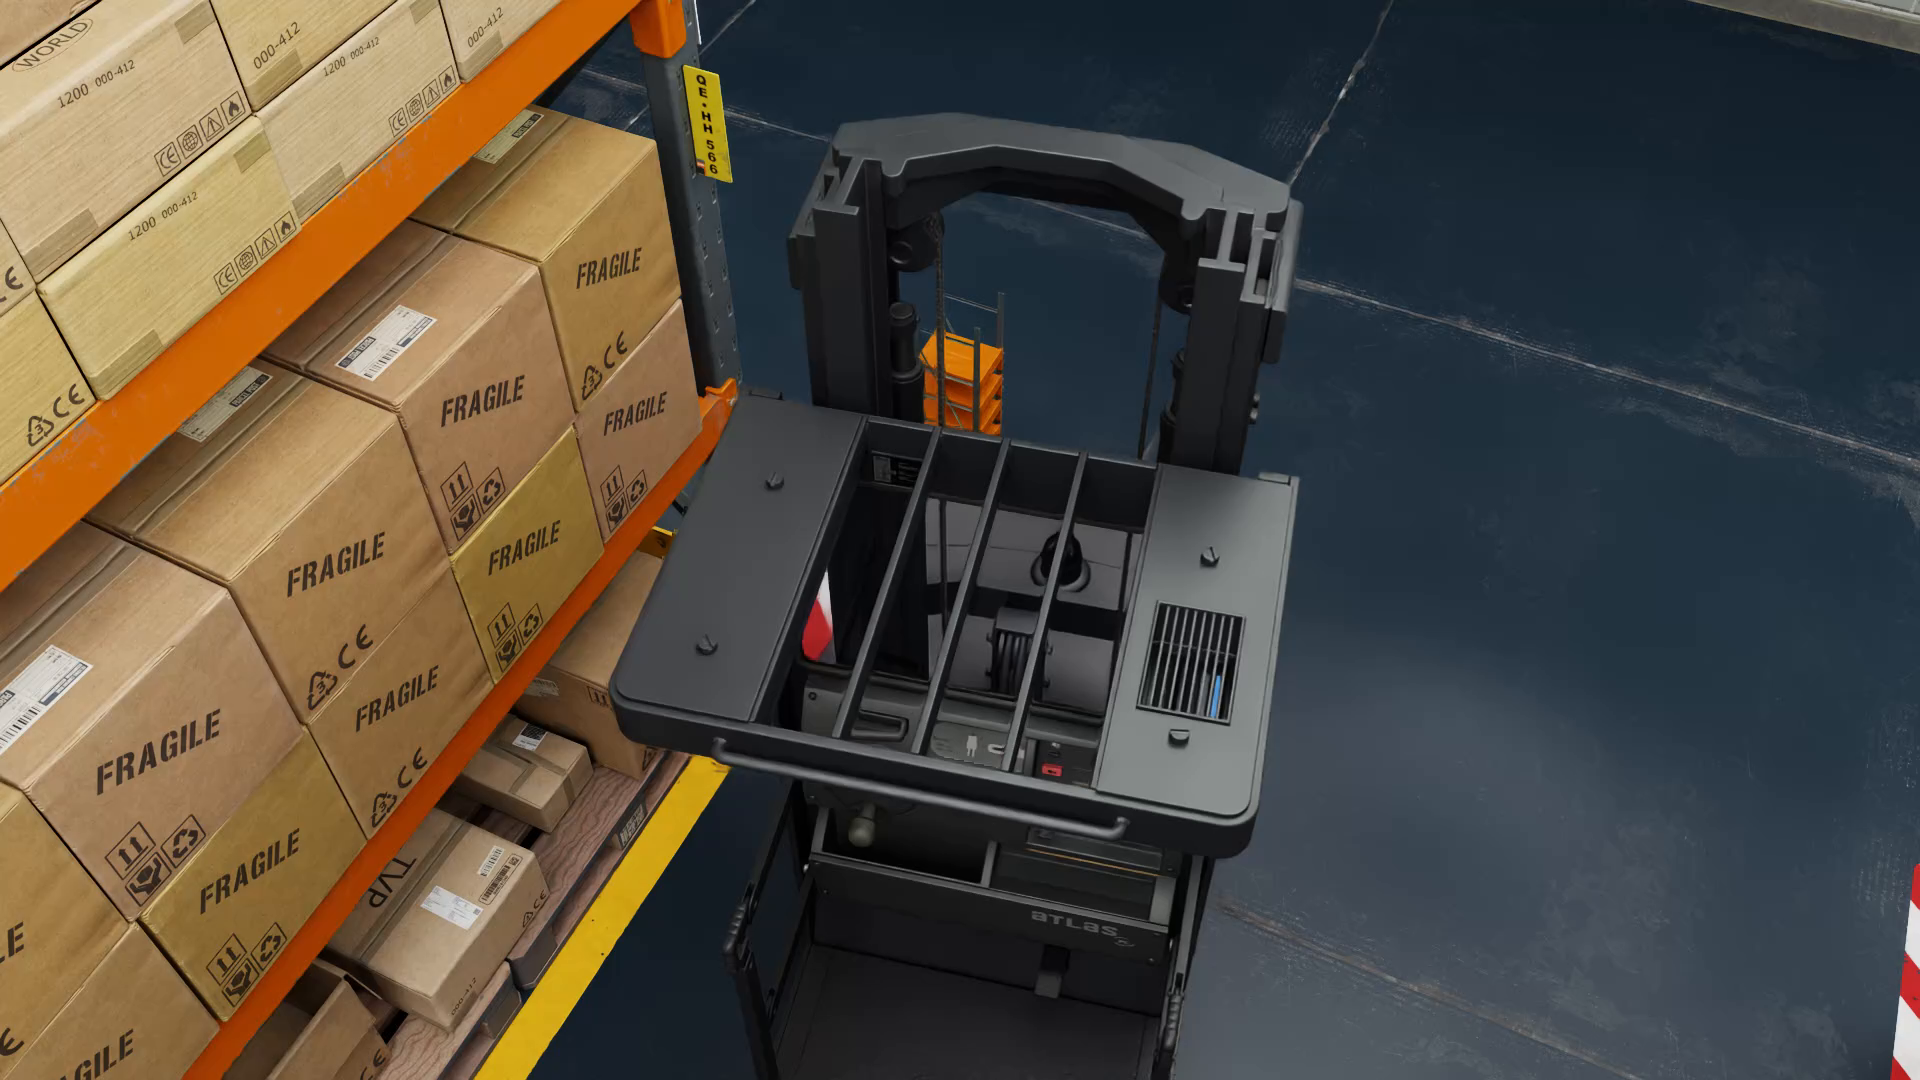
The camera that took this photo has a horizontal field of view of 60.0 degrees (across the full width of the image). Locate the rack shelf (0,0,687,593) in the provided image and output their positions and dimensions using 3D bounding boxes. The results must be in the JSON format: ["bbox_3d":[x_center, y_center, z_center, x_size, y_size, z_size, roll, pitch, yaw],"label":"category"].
[{"bbox_3d":[-1.984,-0.126,2.891,1.077,0.370,4.000,20,52,16],"label":"rack shelf"}]

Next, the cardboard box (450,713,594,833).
[{"bbox_3d":[-1.394,0.715,5.243,0.380,0.166,0.250,20,52,16],"label":"cardboard box"}]

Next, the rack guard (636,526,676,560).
[{"bbox_3d":[-1.162,0.098,5.838,1.175,0.500,0.348,20,52,16],"label":"rack guard"}]

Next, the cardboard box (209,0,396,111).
[{"bbox_3d":[-1.332,-1.069,2.991,0.500,0.250,0.500,20,52,16],"label":"cardboard box"}]

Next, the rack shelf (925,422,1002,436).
[{"bbox_3d":[-0.006,-0.350,5.818,0.258,0.103,0.180,20,52,16],"label":"rack shelf"}]

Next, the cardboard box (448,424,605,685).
[{"bbox_3d":[-1.293,-0.041,4.250,0.500,0.500,0.500,20,53,16],"label":"cardboard box"}]

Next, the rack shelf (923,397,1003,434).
[{"bbox_3d":[-0.006,-0.428,5.727,0.258,0.103,0.180,20,52,16],"label":"rack shelf"}]

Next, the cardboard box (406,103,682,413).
[{"bbox_3d":[-1.071,-0.725,4.175,0.500,0.500,0.500,19,52,16],"label":"cardboard box"}]

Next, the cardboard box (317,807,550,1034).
[{"bbox_3d":[-1.572,1.083,4.875,0.500,0.250,0.500,20,52,16],"label":"cardboard box"}]

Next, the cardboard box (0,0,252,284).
[{"bbox_3d":[-1.549,-0.726,2.699,0.500,0.250,0.500,20,52,16],"label":"cardboard box"}]

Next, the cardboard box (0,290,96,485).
[{"bbox_3d":[-1.764,-0.220,2.597,0.500,0.250,0.500,20,52,16],"label":"cardboard box"}]

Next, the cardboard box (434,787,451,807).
[{"bbox_3d":[-1.832,0.611,5.278,0.500,0.250,0.500,20,52,16],"label":"cardboard box"}]

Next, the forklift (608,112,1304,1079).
[{"bbox_3d":[0.036,0.683,3.744,1.130,2.935,3.031,10,50,8],"label":"forklift"}]

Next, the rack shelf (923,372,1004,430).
[{"bbox_3d":[-0.006,-0.506,5.636,0.258,0.103,0.180,20,52,16],"label":"rack shelf"}]

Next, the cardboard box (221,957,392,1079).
[{"bbox_3d":[-2.041,1.361,4.473,0.797,0.503,0.637,20,52,16],"label":"cardboard box"}]

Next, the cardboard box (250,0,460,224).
[{"bbox_3d":[-1.334,-0.908,3.182,0.500,0.250,0.500,20,52,16],"label":"cardboard box"}]

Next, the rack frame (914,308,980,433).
[{"bbox_3d":[-0.045,-0.316,5.731,0.240,1.200,0.006,20,52,16],"label":"rack frame"}]

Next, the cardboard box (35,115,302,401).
[{"bbox_3d":[-1.536,-0.559,2.885,0.500,0.250,0.500,20,52,16],"label":"cardboard box"}]

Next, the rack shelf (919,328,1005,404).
[{"bbox_3d":[-0.006,-0.583,5.544,0.258,0.103,0.180,20,52,16],"label":"rack shelf"}]

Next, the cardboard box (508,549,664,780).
[{"bbox_3d":[-1.139,0.358,5.329,0.500,0.500,0.500,20,52,16],"label":"cardboard box"}]

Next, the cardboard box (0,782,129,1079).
[{"bbox_3d":[-1.943,0.691,2.970,0.500,0.500,0.500,18,52,15],"label":"cardboard box"}]

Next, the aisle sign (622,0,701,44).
[{"bbox_3d":[-0.824,-1.554,3.896,0.394,0.787,0.004,20,52,16],"label":"aisle sign"}]

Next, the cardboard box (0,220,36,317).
[{"bbox_3d":[-1.757,-0.379,2.404,0.500,0.250,0.500,20,52,16],"label":"cardboard box"}]

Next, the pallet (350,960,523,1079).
[{"bbox_3d":[-2.024,1.578,4.769,1.003,0.211,1.213,20,52,16],"label":"pallet"}]

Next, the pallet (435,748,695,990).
[{"bbox_3d":[-1.502,0.741,5.481,1.003,0.211,1.213,20,52,16],"label":"pallet"}]

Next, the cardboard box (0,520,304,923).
[{"bbox_3d":[-1.723,0.335,3.273,0.500,0.500,0.500,21,53,17],"label":"cardboard box"}]

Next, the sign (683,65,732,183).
[{"bbox_3d":[-0.636,-1.048,4.204,0.100,0.325,0.005,20,52,16],"label":"sign"}]

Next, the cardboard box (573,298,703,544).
[{"bbox_3d":[-1.075,-0.400,4.555,0.500,0.500,0.500,21,53,17],"label":"cardboard box"}]

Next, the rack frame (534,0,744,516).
[{"bbox_3d":[-1.130,-0.764,4.931,1.000,3.000,0.127,20,52,16],"label":"rack frame"}]

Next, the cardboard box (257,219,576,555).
[{"bbox_3d":[-1.286,-0.377,3.879,0.500,0.500,0.500,21,53,17],"label":"cardboard box"}]

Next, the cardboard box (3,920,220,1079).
[{"bbox_3d":[-1.943,0.998,3.366,0.500,0.500,0.500,20,52,16],"label":"cardboard box"}]

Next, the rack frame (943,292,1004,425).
[{"bbox_3d":[0.033,-0.442,5.838,0.240,1.200,0.006,20,52,16],"label":"rack frame"}]

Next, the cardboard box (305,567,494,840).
[{"bbox_3d":[-1.512,0.300,3.959,0.500,0.500,0.500,20,53,16],"label":"cardboard box"}]

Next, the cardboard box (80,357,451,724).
[{"bbox_3d":[-1.504,-0.018,3.574,0.500,0.500,0.500,21,53,17],"label":"cardboard box"}]

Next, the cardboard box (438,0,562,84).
[{"bbox_3d":[-1.111,-1.248,3.472,0.500,0.250,0.500,20,52,16],"label":"cardboard box"}]

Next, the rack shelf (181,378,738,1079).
[{"bbox_3d":[-1.984,0.846,4.033,1.077,0.370,4.000,20,52,16],"label":"rack shelf"}]

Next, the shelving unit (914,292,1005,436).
[{"bbox_3d":[-0.006,-0.379,5.785,0.258,1.200,0.189,20,52,16],"label":"shelving unit"}]

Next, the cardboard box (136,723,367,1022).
[{"bbox_3d":[-1.727,0.647,3.664,0.500,0.500,0.500,19,52,16],"label":"cardboard box"}]
